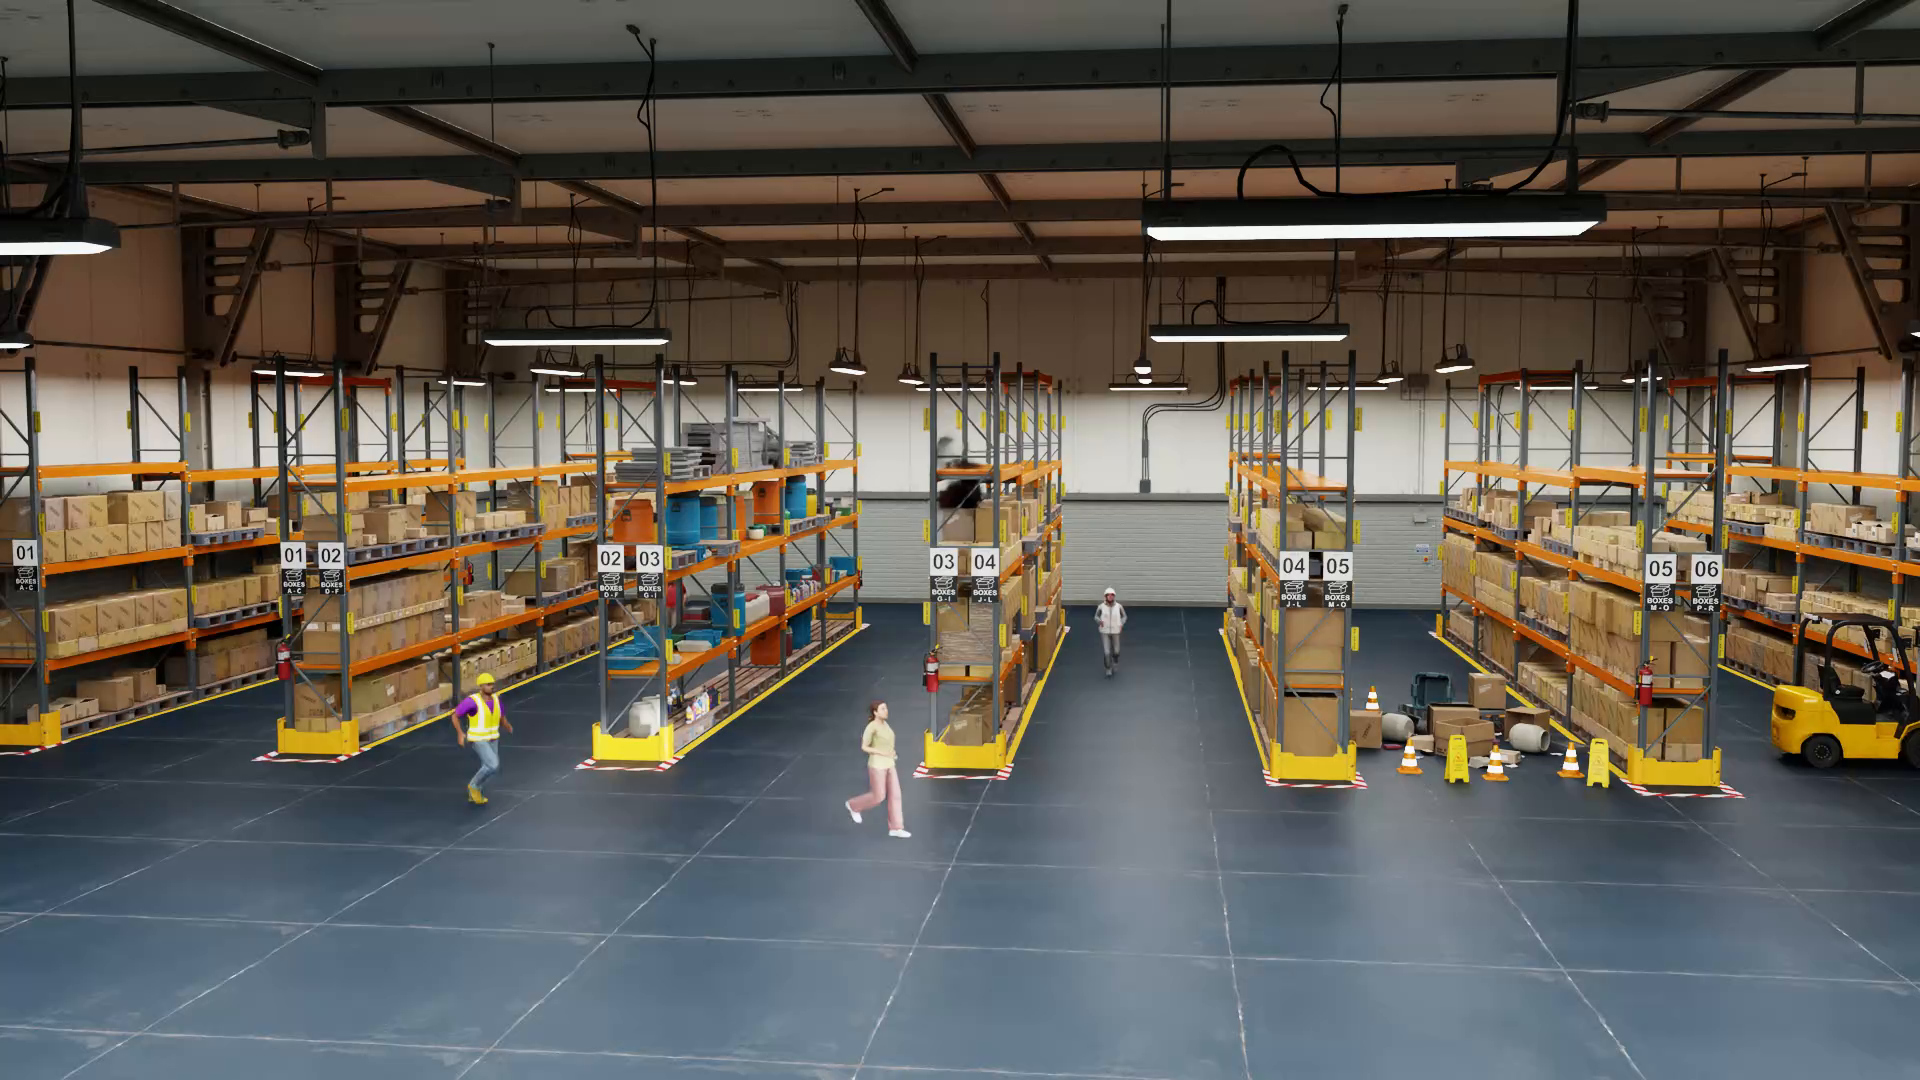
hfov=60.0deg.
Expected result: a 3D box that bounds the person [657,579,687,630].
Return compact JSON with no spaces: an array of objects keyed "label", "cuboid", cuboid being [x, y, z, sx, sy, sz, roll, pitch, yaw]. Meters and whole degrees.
[{"label":"person","cuboid":[-6.316,1.578,36.433,0.662,1.719,0.933,0,4,-4]}]

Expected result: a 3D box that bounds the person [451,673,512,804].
[{"label":"person","cuboid":[-6.172,2.595,21.652,0.720,1.718,0.681,2,5,30]}]

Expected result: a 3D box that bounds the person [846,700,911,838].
[{"label":"person","cuboid":[-0.964,2.743,20.098,0.924,1.645,0.580,3,5,33]}]

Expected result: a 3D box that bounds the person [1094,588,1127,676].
[{"label":"person","cuboid":[2.966,1.817,32.732,0.651,1.725,0.583,0,4,2]}]
